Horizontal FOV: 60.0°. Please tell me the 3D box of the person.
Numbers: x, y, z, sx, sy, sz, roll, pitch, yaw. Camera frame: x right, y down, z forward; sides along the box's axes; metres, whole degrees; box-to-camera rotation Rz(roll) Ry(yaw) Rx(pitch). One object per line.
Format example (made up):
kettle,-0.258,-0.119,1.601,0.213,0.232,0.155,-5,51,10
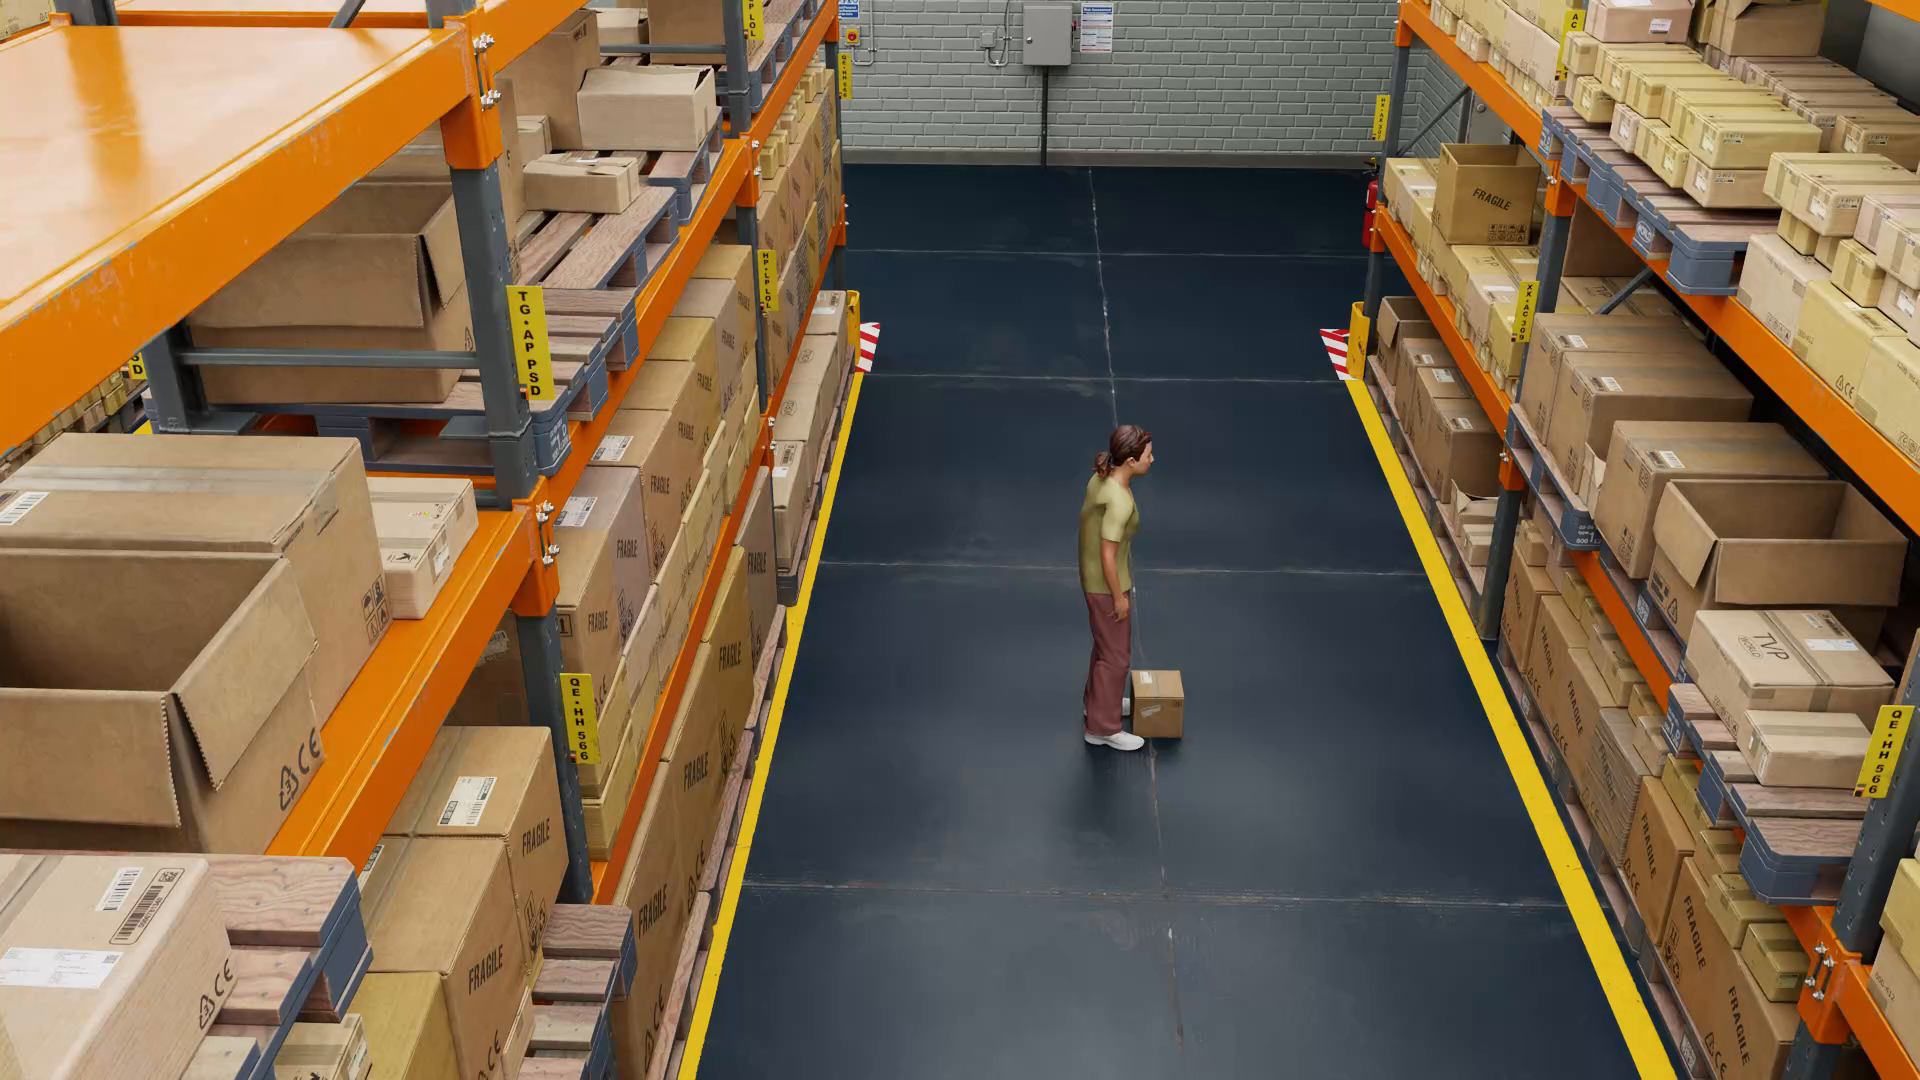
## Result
person,0.768,0.212,8.226,0.371,1.672,0.521,-1,28,-1
